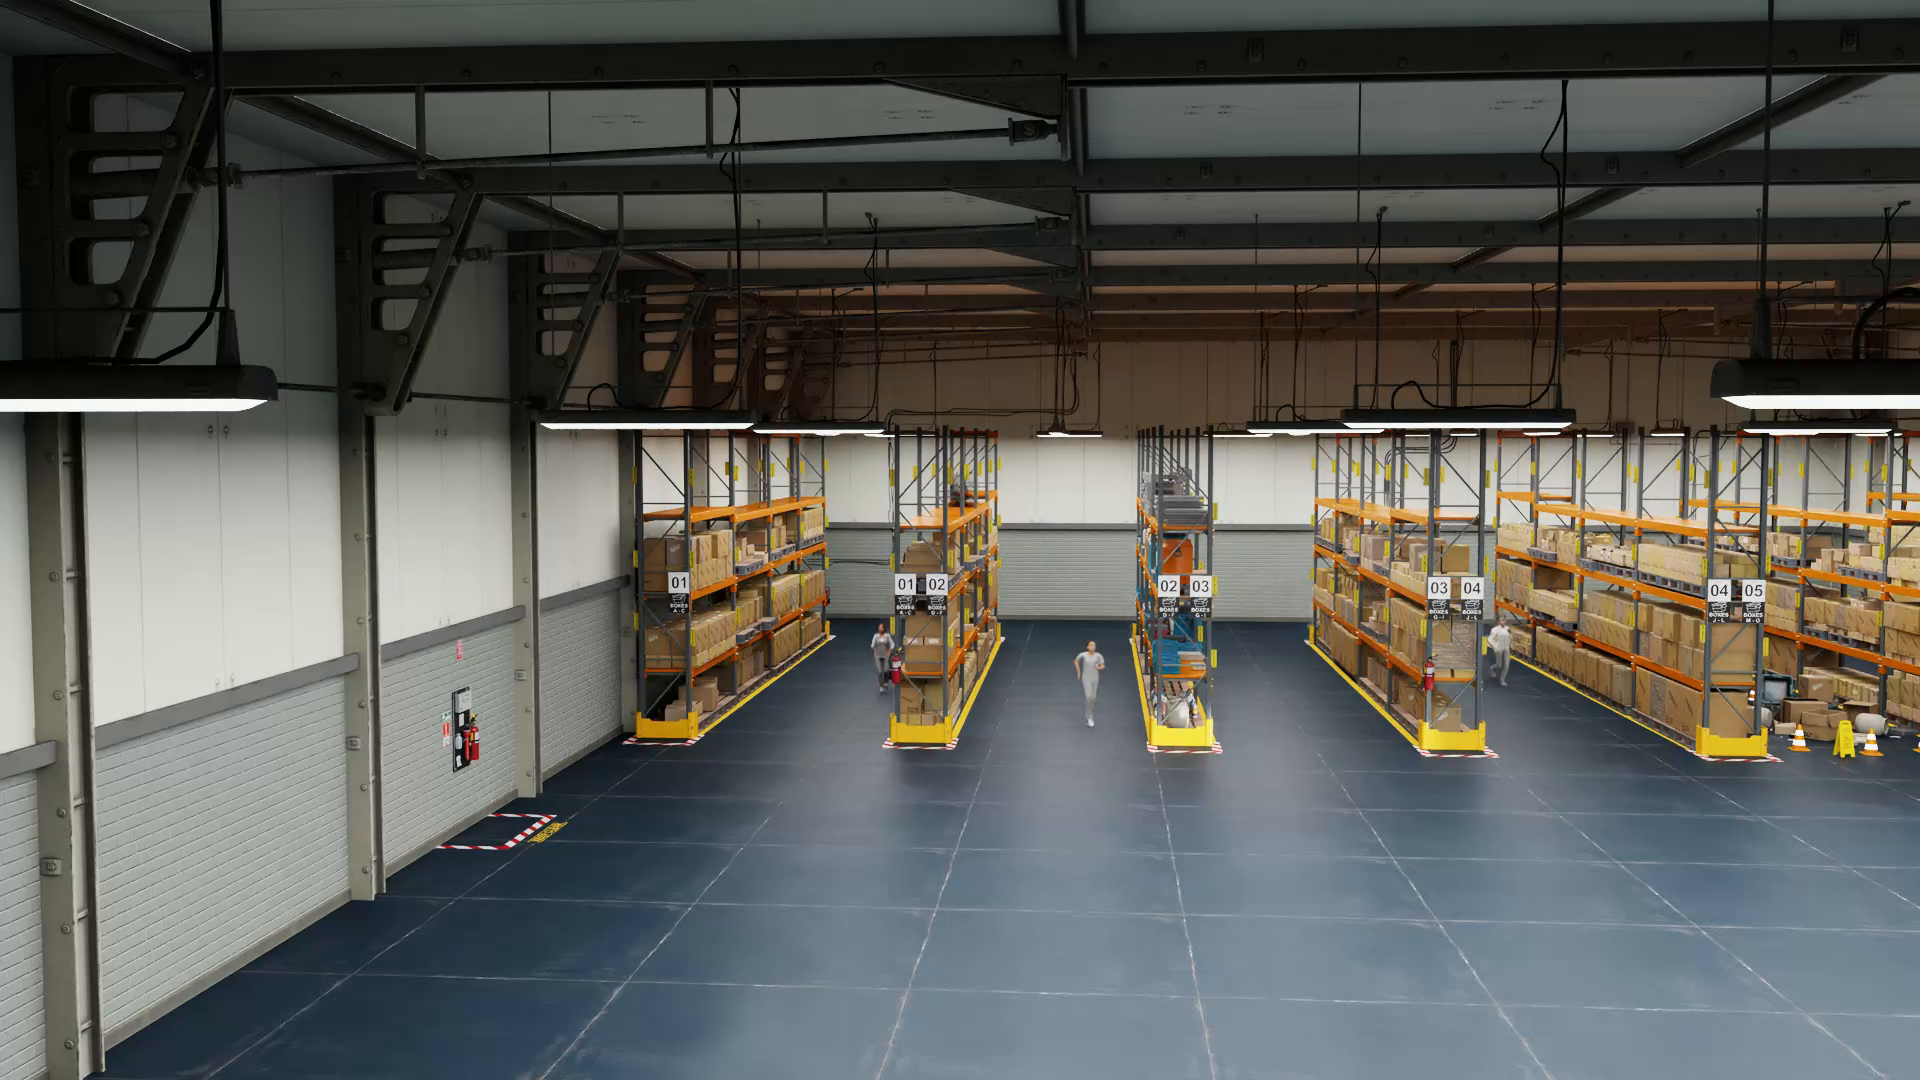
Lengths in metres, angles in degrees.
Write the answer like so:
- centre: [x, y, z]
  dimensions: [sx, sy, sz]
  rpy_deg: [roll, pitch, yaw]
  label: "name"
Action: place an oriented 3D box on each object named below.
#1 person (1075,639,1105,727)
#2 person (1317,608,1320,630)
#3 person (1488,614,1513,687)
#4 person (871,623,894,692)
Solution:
- centre: [2.638, 2.852, 33.534]
  dimensions: [0.555, 1.705, 0.806]
  rpy_deg: [-1, 4, -13]
  label: "person"
- centre: [10.576, 1.975, 47.975]
  dimensions: [0.587, 1.729, 0.665]
  rpy_deg: [2, 4, 24]
  label: "person"
- centre: [12.660, 2.564, 38.879]
  dimensions: [0.617, 1.671, 0.696]
  rpy_deg: [0, 3, -6]
  label: "person"
- centre: [-1.762, 2.669, 37.644]
  dimensions: [0.524, 1.558, 0.537]
  rpy_deg: [0, 3, 2]
  label: "person"
